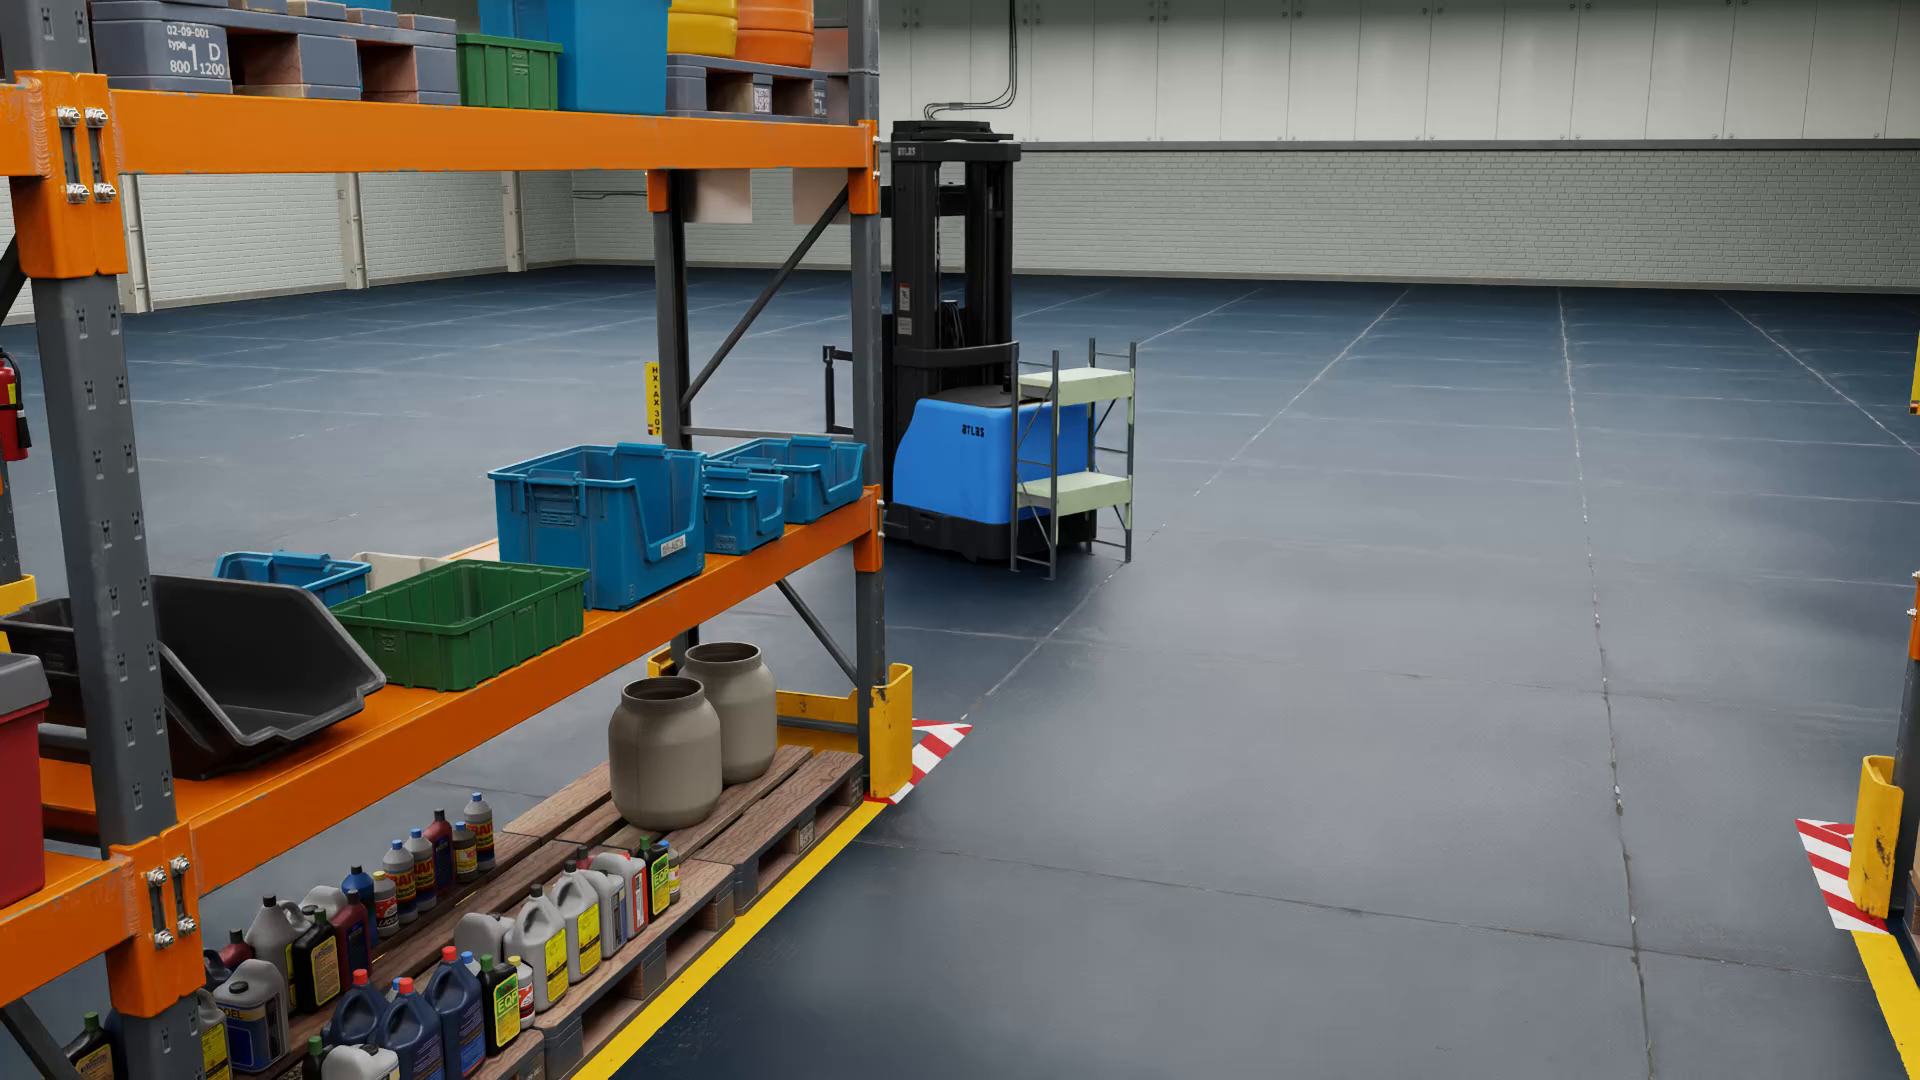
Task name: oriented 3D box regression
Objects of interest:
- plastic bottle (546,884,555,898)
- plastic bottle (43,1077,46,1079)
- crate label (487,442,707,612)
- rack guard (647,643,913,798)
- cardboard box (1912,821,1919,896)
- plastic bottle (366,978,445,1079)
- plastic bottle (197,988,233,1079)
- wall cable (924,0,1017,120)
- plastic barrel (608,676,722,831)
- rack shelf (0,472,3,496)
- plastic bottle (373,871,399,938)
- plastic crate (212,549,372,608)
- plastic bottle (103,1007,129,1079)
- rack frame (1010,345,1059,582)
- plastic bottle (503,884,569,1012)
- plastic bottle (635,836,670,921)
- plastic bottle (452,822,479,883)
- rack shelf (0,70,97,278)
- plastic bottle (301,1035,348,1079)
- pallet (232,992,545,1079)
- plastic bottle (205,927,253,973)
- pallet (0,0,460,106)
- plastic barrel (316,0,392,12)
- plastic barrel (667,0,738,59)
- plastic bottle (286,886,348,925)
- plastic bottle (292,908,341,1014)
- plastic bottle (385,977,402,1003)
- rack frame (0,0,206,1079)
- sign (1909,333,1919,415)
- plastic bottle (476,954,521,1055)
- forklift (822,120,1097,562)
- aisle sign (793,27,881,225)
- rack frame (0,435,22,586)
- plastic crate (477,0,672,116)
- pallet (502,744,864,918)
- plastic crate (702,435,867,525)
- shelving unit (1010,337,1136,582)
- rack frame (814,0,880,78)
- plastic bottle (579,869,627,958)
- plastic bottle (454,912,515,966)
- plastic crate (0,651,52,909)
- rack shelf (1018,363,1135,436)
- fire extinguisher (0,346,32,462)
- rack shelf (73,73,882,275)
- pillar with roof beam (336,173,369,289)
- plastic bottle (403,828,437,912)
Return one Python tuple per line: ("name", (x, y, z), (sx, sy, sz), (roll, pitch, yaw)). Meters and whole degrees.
("plastic bottle", (-1.277, 1.196, 5.309), (0.097, 0.201, 0.097), (0, 13, 0))
("plastic bottle", (-2.293, 1.445, 4.214), (0.097, 0.201, 0.097), (0, 13, 0))
("crate label", (-1.161, -0.058, 5.421), (0.502, 0.435, 0.616), (4, 14, 18))
("rack guard", (-0.801, 0.790, 7.402), (1.175, 0.500, 0.348), (4, 14, 18))
("cardboard box", (3.480, 1.142, 5.477), (0.500, 0.250, 0.500), (4, 14, 18))
("plastic bottle", (-1.462, 1.331, 4.378), (0.144, 0.351, 0.185), (5, 14, 20))
("plastic bottle", (-2.043, 1.325, 4.404), (0.144, 0.351, 0.185), (4, 14, 18))
("wall cable", (0.228, -12.530, 39.021), (2.305, 6.003, 0.169), (4, 14, 18))
("plastic barrel", (-1.124, 0.810, 6.345), (0.421, 0.512, 0.421), (0, 13, 0))
("rack shelf", (-6.155, -0.032, 7.006), (1.077, 0.370, 4.000), (4, 14, 18))
("plastic bottle", (-1.878, 1.175, 5.397), (0.097, 0.201, 0.097), (0, 13, 0))
("plastic crate", (-2.014, 0.214, 4.642), (0.499, 0.251, 0.616), (4, 14, 18))
("plastic bottle", (-2.180, 1.315, 4.449), (0.144, 0.351, 0.185), (4, 13, 17))
("rack frame", (0.480, -0.495, 10.786), (0.023, 1.500, 0.400), (-12, 17, -41))
("plastic bottle", (-1.263, 1.202, 4.944), (0.144, 0.351, 0.185), (4, 14, 18))
("plastic bottle", (-1.021, 1.106, 5.516), (0.061, 0.283, 0.133), (5, 14, 20))
("plastic bottle", (-1.736, 1.083, 5.801), (0.097, 0.201, 0.097), (0, 13, 0))
("rack shelf", (-2.763, -0.296, 1.420), (1.077, 0.370, 4.000), (4, 14, 18))
("plastic bottle", (-1.620, 1.391, 4.268), (0.061, 0.283, 0.133), (4, 14, 18))
("pallet", (-1.859, 1.616, 4.435), (1.003, 0.211, 1.213), (4, 14, 18))
("plastic bottle", (-2.104, 1.270, 4.797), (0.061, 0.283, 0.133), (5, 14, 22))
("pallet", (-1.974, -1.135, 3.902), (1.213, 0.211, 1.003), (4, 14, 18))
("plastic barrel", (-1.692, -1.719, 3.967), (0.600, 0.901, 0.708), (4, 14, 18))
("plastic barrel", (-1.070, -1.957, 5.715), (0.600, 0.588, 0.600), (0, 13, 0))
("plastic bottle", (-1.957, 1.209, 5.081), (0.152, 0.276, 0.135), (5, 14, 19))
("plastic bottle", (-1.908, 1.242, 4.923), (0.061, 0.283, 0.133), (4, 14, 18))
("plastic bottle", (-1.529, 1.331, 4.559), (0.097, 0.271, 0.097), (0, 13, 0))
("rack frame", (-2.119, 0.394, 3.520), (0.949, 2.616, 0.053), (4, 14, 18))
("sign", (3.341, -0.592, 5.718), (0.100, 0.325, 0.005), (4, 14, 18))
("plastic bottle", (-1.308, 1.293, 4.699), (0.061, 0.283, 0.133), (5, 14, 21))
("forklift", (-0.406, -1.544, 12.166), (1.130, 2.935, 3.031), (-12, 17, -41))
("aisle sign", (-0.517, -1.709, 6.892), (0.394, 0.787, 0.004), (4, 14, 18))
("rack frame", (-5.508, -0.804, 8.771), (1.000, 3.000, 0.127), (4, 14, 18))
("plastic crate", (-1.153, -1.479, 5.022), (0.392, 0.384, 0.575), (4, 14, 18))
("pallet", (-1.069, 1.102, 6.686), (1.003, 0.211, 1.213), (4, 14, 18))
("plastic crate", (-0.700, -0.248, 6.669), (0.499, 0.251, 0.616), (4, 14, 18))
("shelving unit", (0.749, -0.550, 11.028), (0.755, 1.500, 0.431), (-12, 17, -41))
("rack frame", (-0.821, -3.372, 6.541), (1.000, 3.000, 0.127), (4, 14, 18))
("plastic bottle", (-1.153, 1.164, 5.278), (0.152, 0.276, 0.135), (4, 13, 17))
("plastic bottle", (-1.411, 1.233, 4.976), (0.152, 0.276, 0.135), (4, 14, 18))
("plastic crate", (-1.983, 0.487, 2.968), (0.402, 0.464, 0.583), (4, 14, 18))
("rack shelf", (0.749, -0.931, 10.941), (0.720, 0.370, 0.431), (-12, 17, -41))
("fire extinguisher", (-5.035, -0.758, 8.740), (0.296, 0.674, 0.183), (4, 14, 18))
("rack shelf", (-1.468, -1.138, 5.110), (1.077, 0.370, 4.000), (4, 14, 18))
("pillar with roof beam", (-8.822, -9.461, 33.215), (9.100, 9.000, 0.400), (4, 14, 18))
("plastic bottle", (-1.814, 1.099, 5.573), (0.097, 0.271, 0.097), (0, 13, 0))
